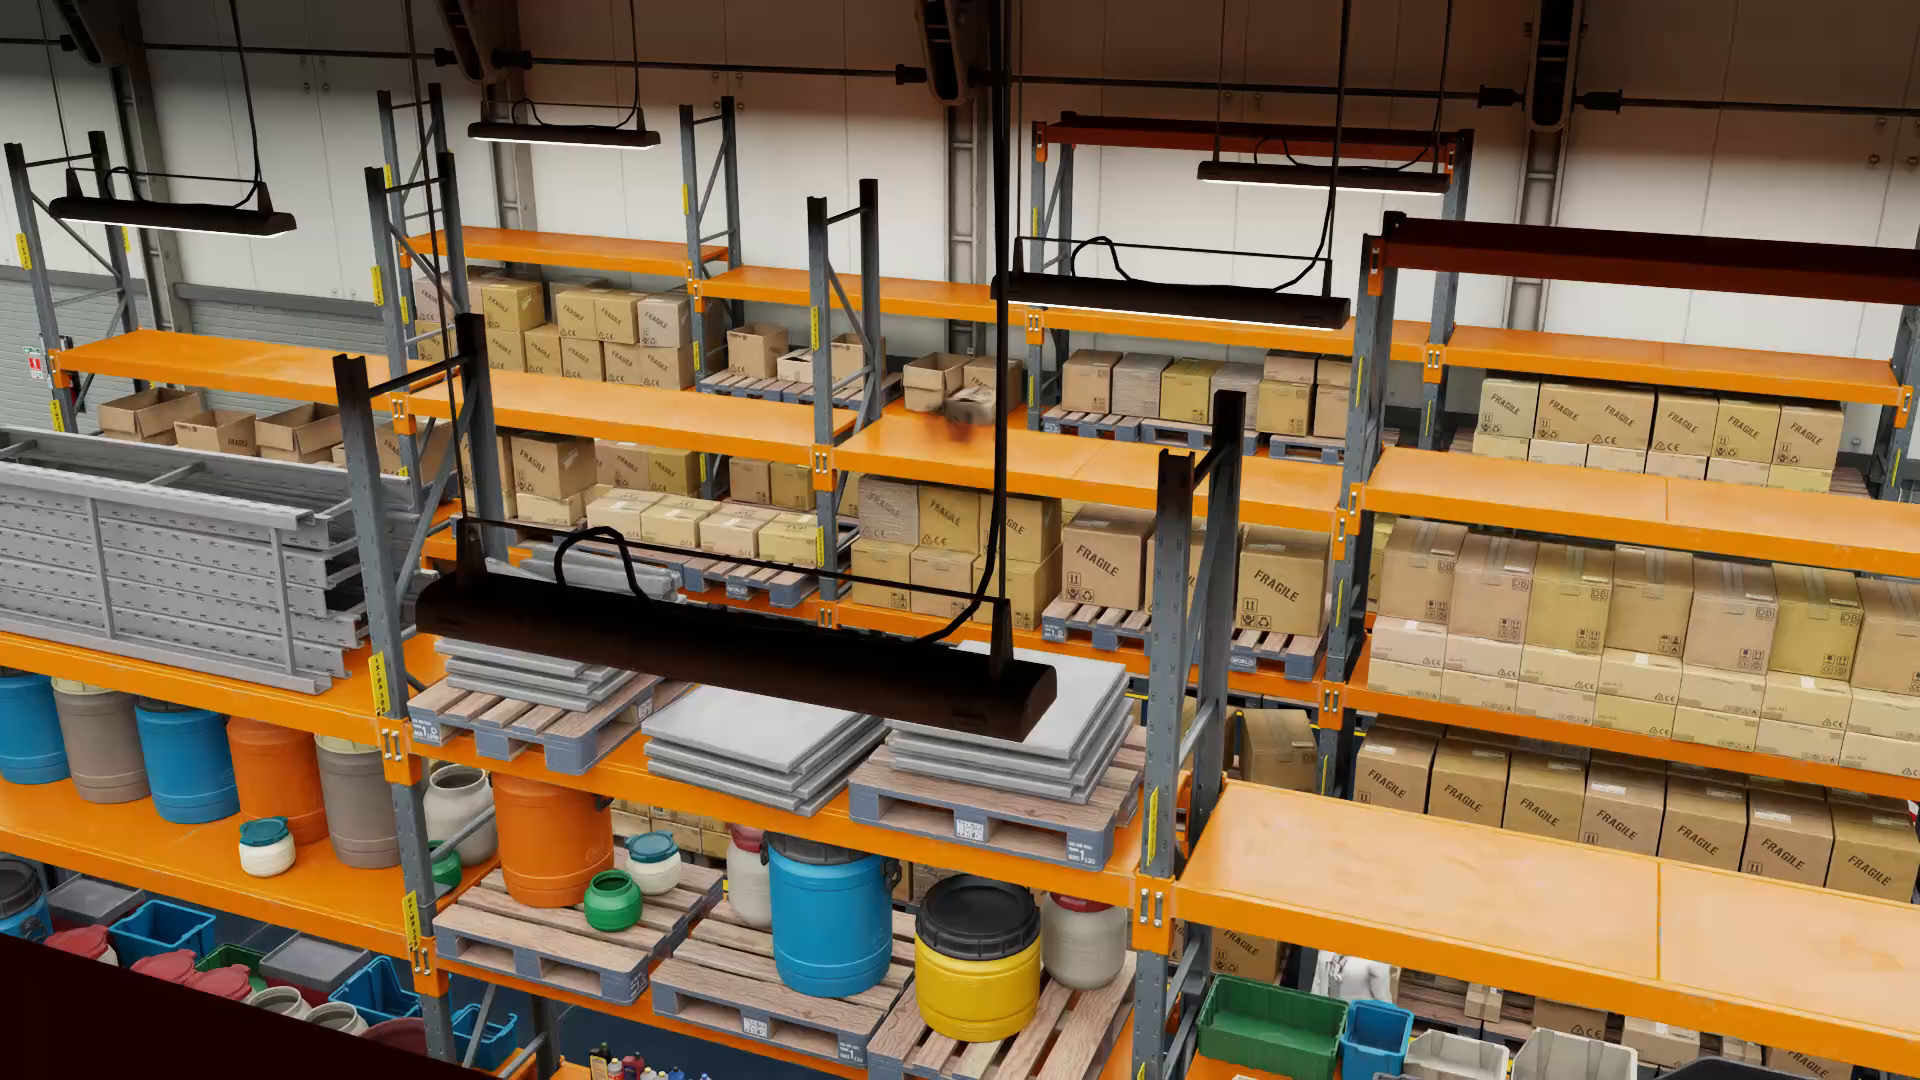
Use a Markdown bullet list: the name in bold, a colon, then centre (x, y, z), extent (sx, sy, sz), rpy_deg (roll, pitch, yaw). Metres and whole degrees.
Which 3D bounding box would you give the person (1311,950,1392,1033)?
- **person**: centre (2.607, 3.283, 11.272), extent (0.513, 1.783, 0.642), rpy_deg (-15, 25, -33)
